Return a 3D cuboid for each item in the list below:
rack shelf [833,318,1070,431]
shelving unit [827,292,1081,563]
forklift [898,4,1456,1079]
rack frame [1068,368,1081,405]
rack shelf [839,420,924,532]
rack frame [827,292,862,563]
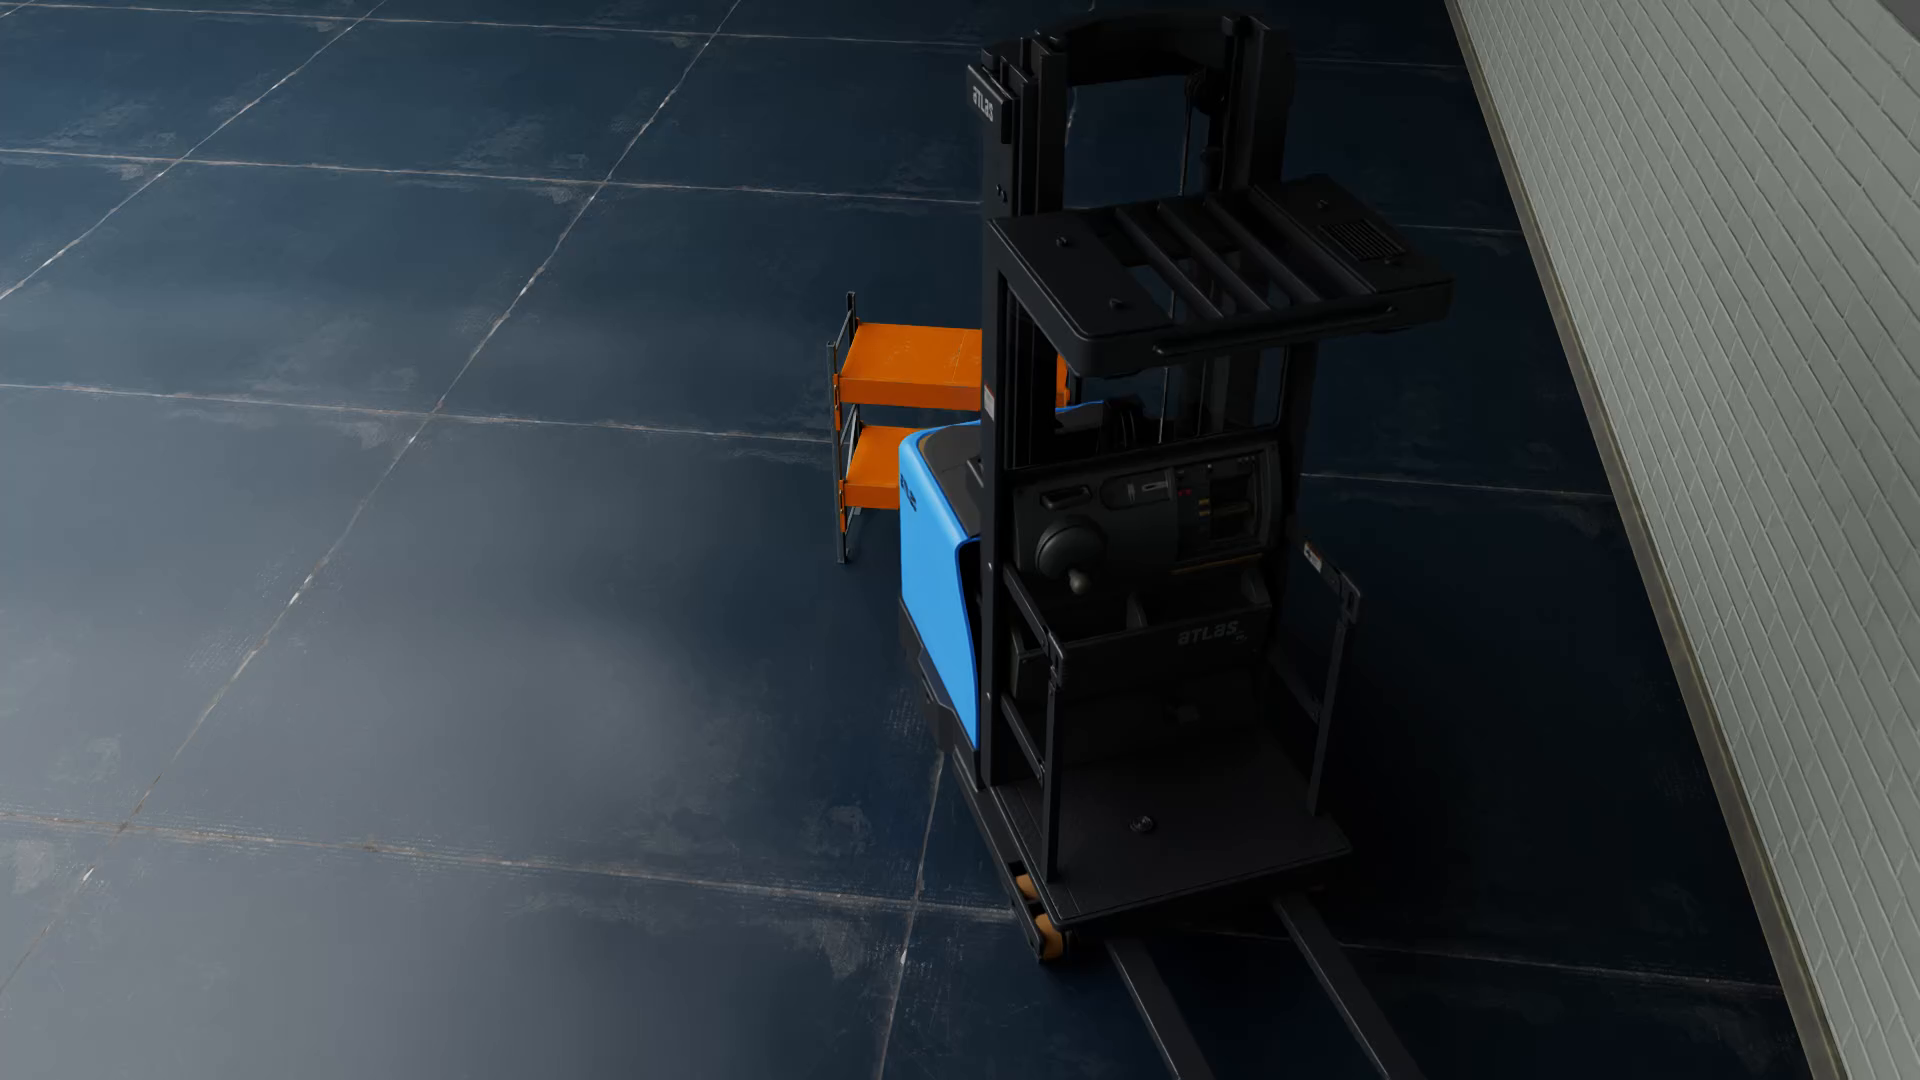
[{"bbox_3d":[-0.007,-0.697,7.254,1.000,0.278,0.538,4,36,6],"label":"rack shelf"},{"bbox_3d":[-0.007,-0.458,7.424,1.048,1.125,0.538,4,36,6],"label":"shelving unit"},{"bbox_3d":[0.683,-0.010,5.242,1.130,2.935,3.031,-11,37,-15],"label":"forklift"},{"bbox_3d":[0.498,-0.421,7.371,0.032,1.125,0.500,4,36,6],"label":"rack frame"},{"bbox_3d":[-0.007,-0.259,7.566,1.000,0.278,0.538,4,36,6],"label":"rack shelf"},{"bbox_3d":[-0.511,-0.496,7.477,0.032,1.125,0.500,4,36,6],"label":"rack frame"}]
